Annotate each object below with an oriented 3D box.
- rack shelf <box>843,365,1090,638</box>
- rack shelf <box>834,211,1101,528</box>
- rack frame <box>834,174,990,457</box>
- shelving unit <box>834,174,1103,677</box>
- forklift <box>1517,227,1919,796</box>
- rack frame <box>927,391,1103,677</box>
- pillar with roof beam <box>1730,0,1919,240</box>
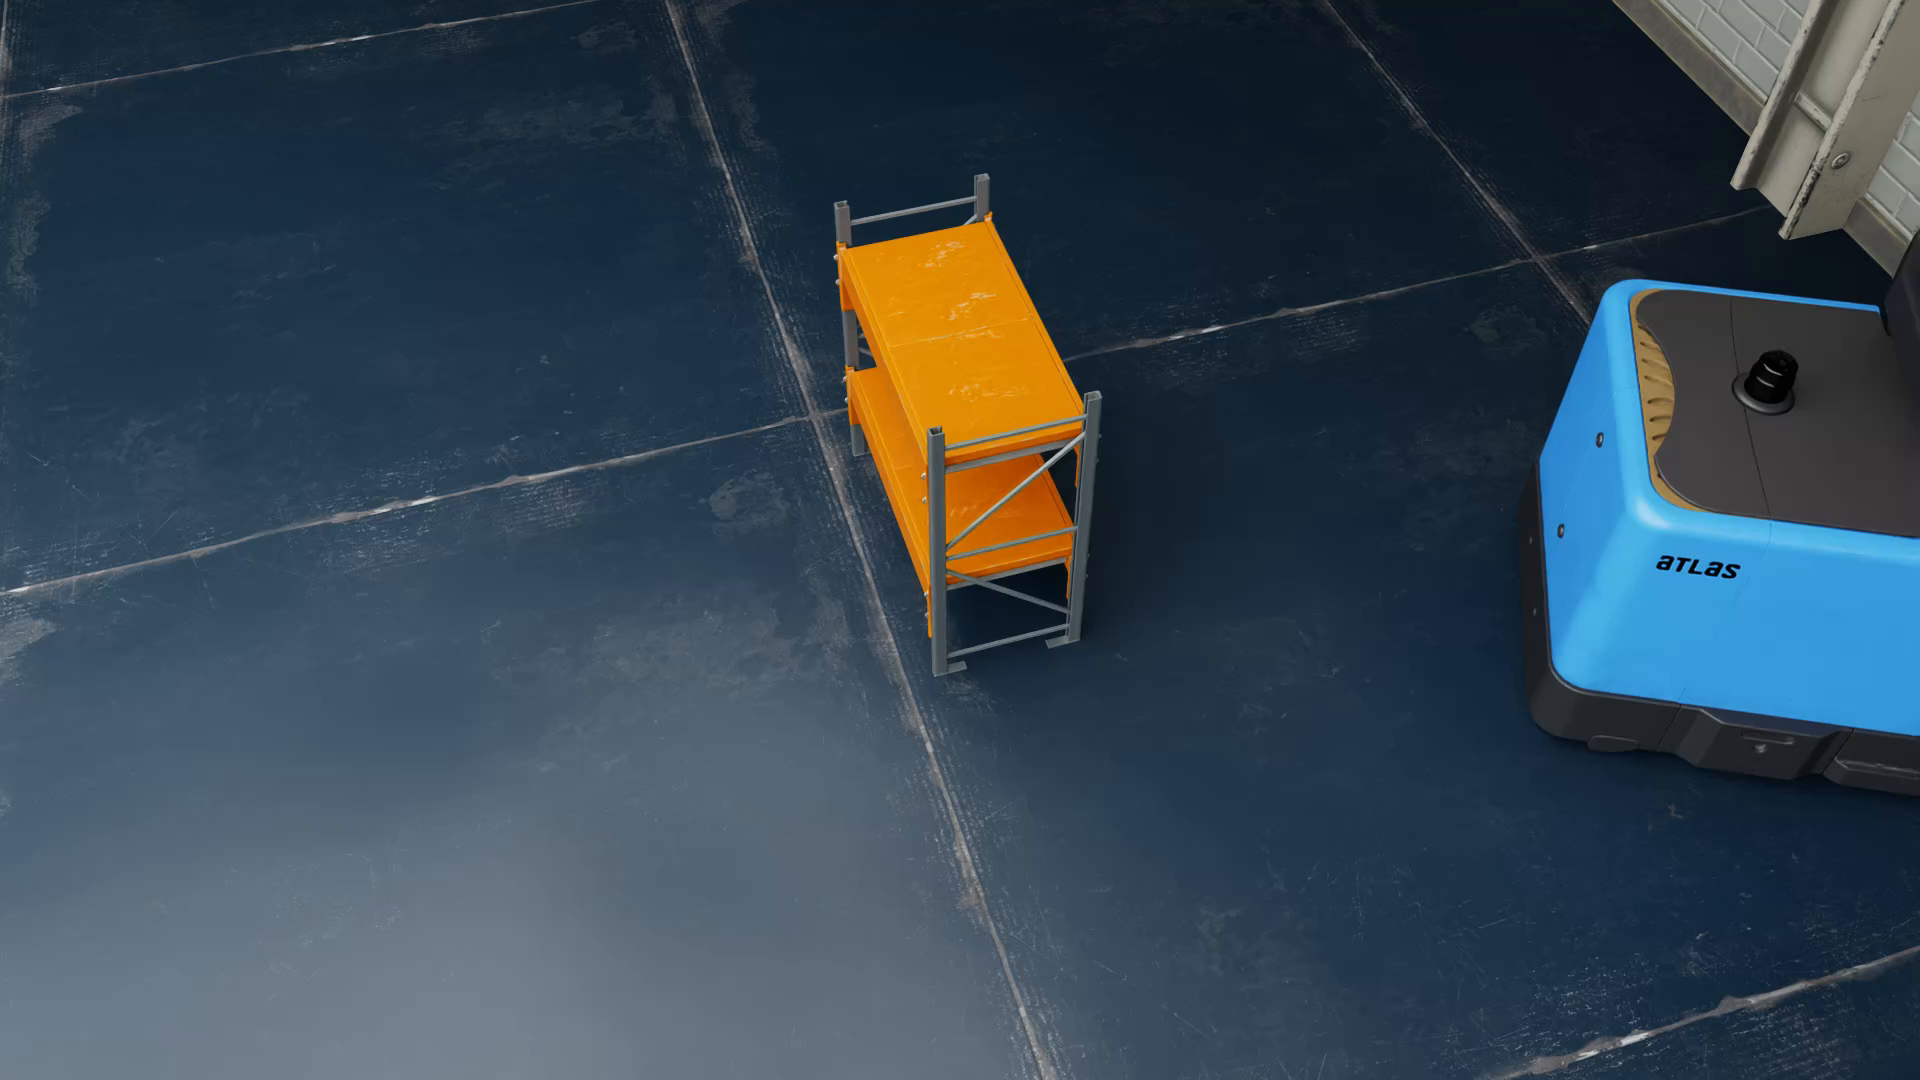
[{"bbox_3d":[0.002,-0.200,5.503,0.538,0.278,1.000,-13,51,-11],"label":"rack shelf"},{"bbox_3d":[0.002,-0.546,5.092,0.538,0.278,1.000,-13,51,-11],"label":"rack shelf"},{"bbox_3d":[-0.148,-0.729,5.629,0.500,1.125,0.032,-13,51,-11],"label":"rack frame"},{"bbox_3d":[0.002,-0.358,5.316,0.538,1.125,1.048,-13,51,-11],"label":"shelving unit"},{"bbox_3d":[3.346,-0.494,4.249,3.031,2.935,1.130,8,50,6],"label":"forklift"},{"bbox_3d":[0.152,0.014,5.003,0.500,1.125,0.032,-13,51,-11],"label":"rack frame"},{"bbox_3d":[-0.659,-3.327,2.669,9.100,9.000,0.400,-13,51,-11],"label":"pillar with roof beam"}]
